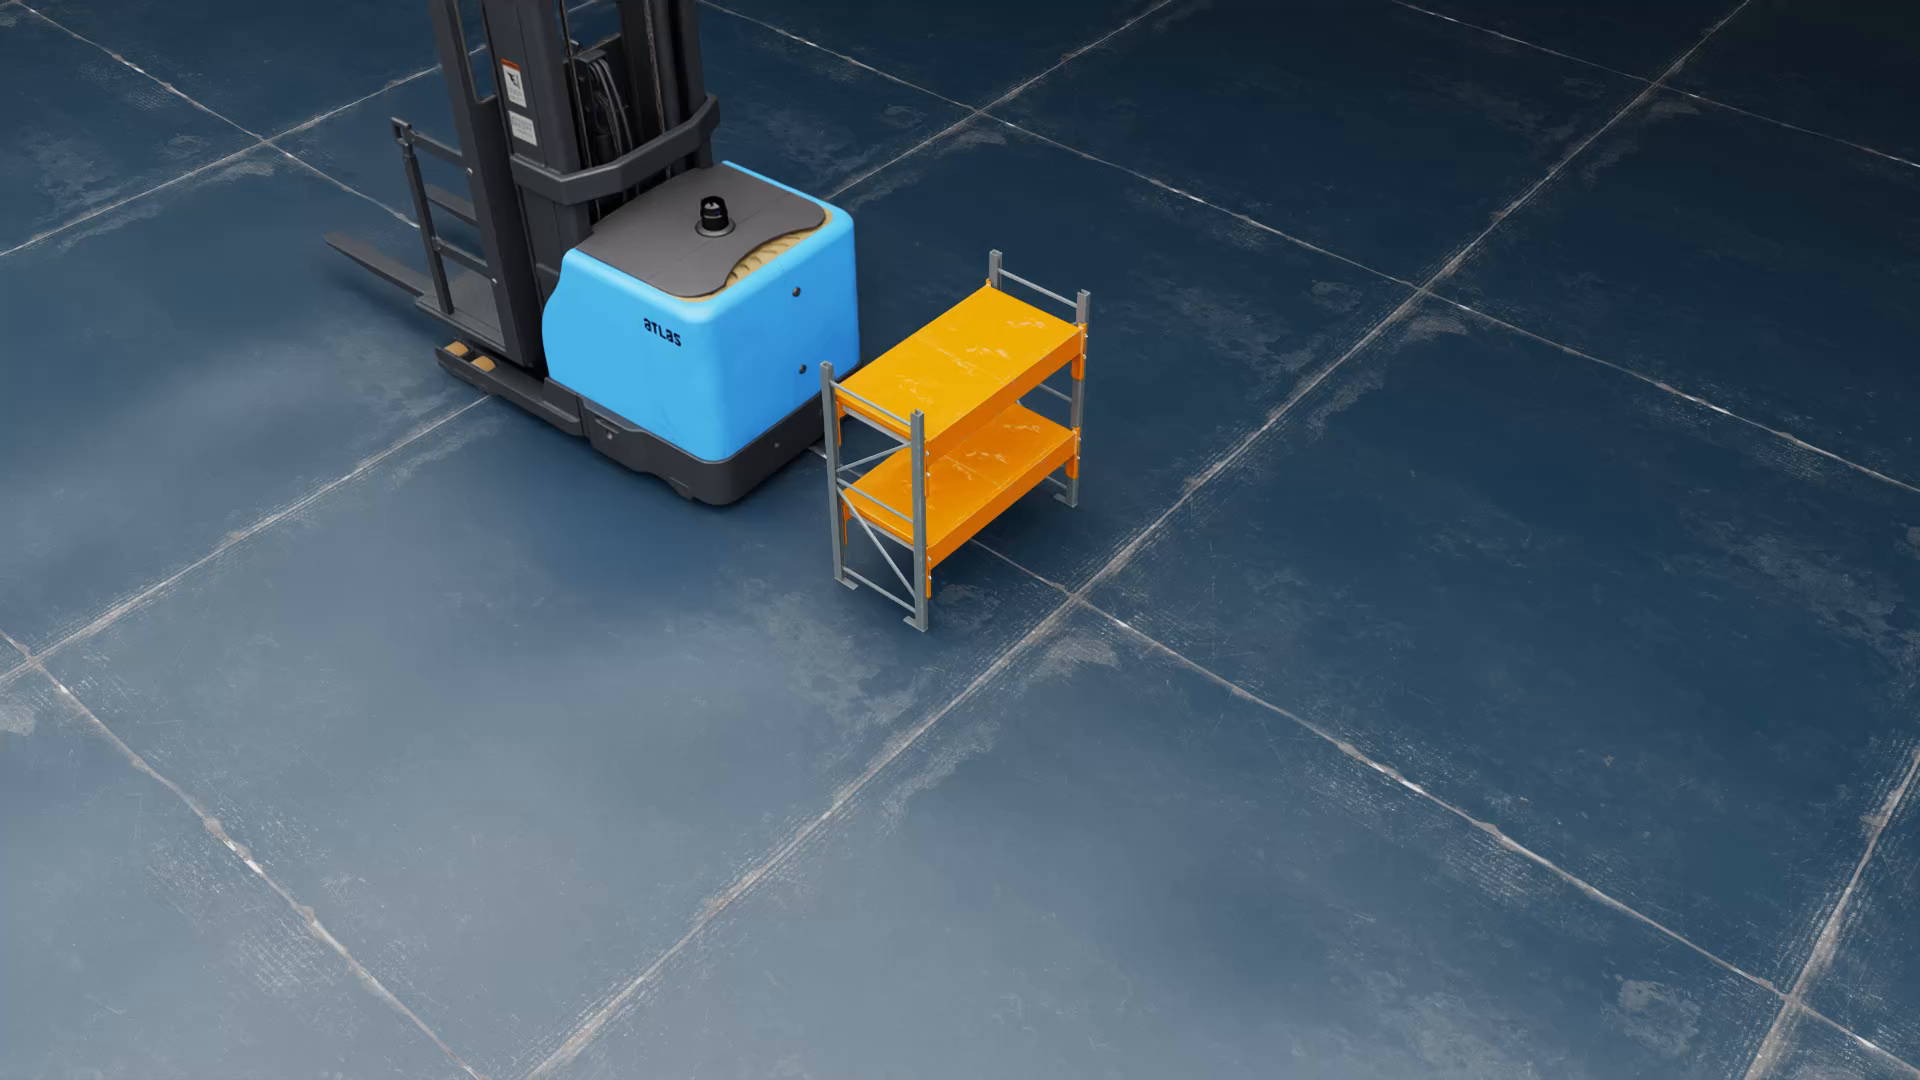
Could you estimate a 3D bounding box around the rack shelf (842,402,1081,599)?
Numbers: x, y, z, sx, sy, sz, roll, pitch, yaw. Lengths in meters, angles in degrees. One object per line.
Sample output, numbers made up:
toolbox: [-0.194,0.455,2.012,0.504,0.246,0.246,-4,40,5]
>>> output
rack shelf: [-0.004,-0.232,7.032,0.538,0.278,1.000,29,50,28]

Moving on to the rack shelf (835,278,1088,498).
rack shelf: [-0.004,-0.629,6.671,0.538,0.278,1.000,29,50,28]

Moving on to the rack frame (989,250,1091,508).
rack frame: [0.323,-0.674,7.156,0.500,1.125,0.032,29,50,28]

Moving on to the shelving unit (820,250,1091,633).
shelving unit: [-0.004,-0.413,6.868,0.538,1.125,1.048,29,50,28]

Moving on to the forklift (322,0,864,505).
forklift: [-1.923,-2.057,7.334,3.031,2.935,1.130,27,49,27]

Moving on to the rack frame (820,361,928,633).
rack frame: [-0.331,-0.151,6.580,0.500,1.125,0.032,29,50,28]
